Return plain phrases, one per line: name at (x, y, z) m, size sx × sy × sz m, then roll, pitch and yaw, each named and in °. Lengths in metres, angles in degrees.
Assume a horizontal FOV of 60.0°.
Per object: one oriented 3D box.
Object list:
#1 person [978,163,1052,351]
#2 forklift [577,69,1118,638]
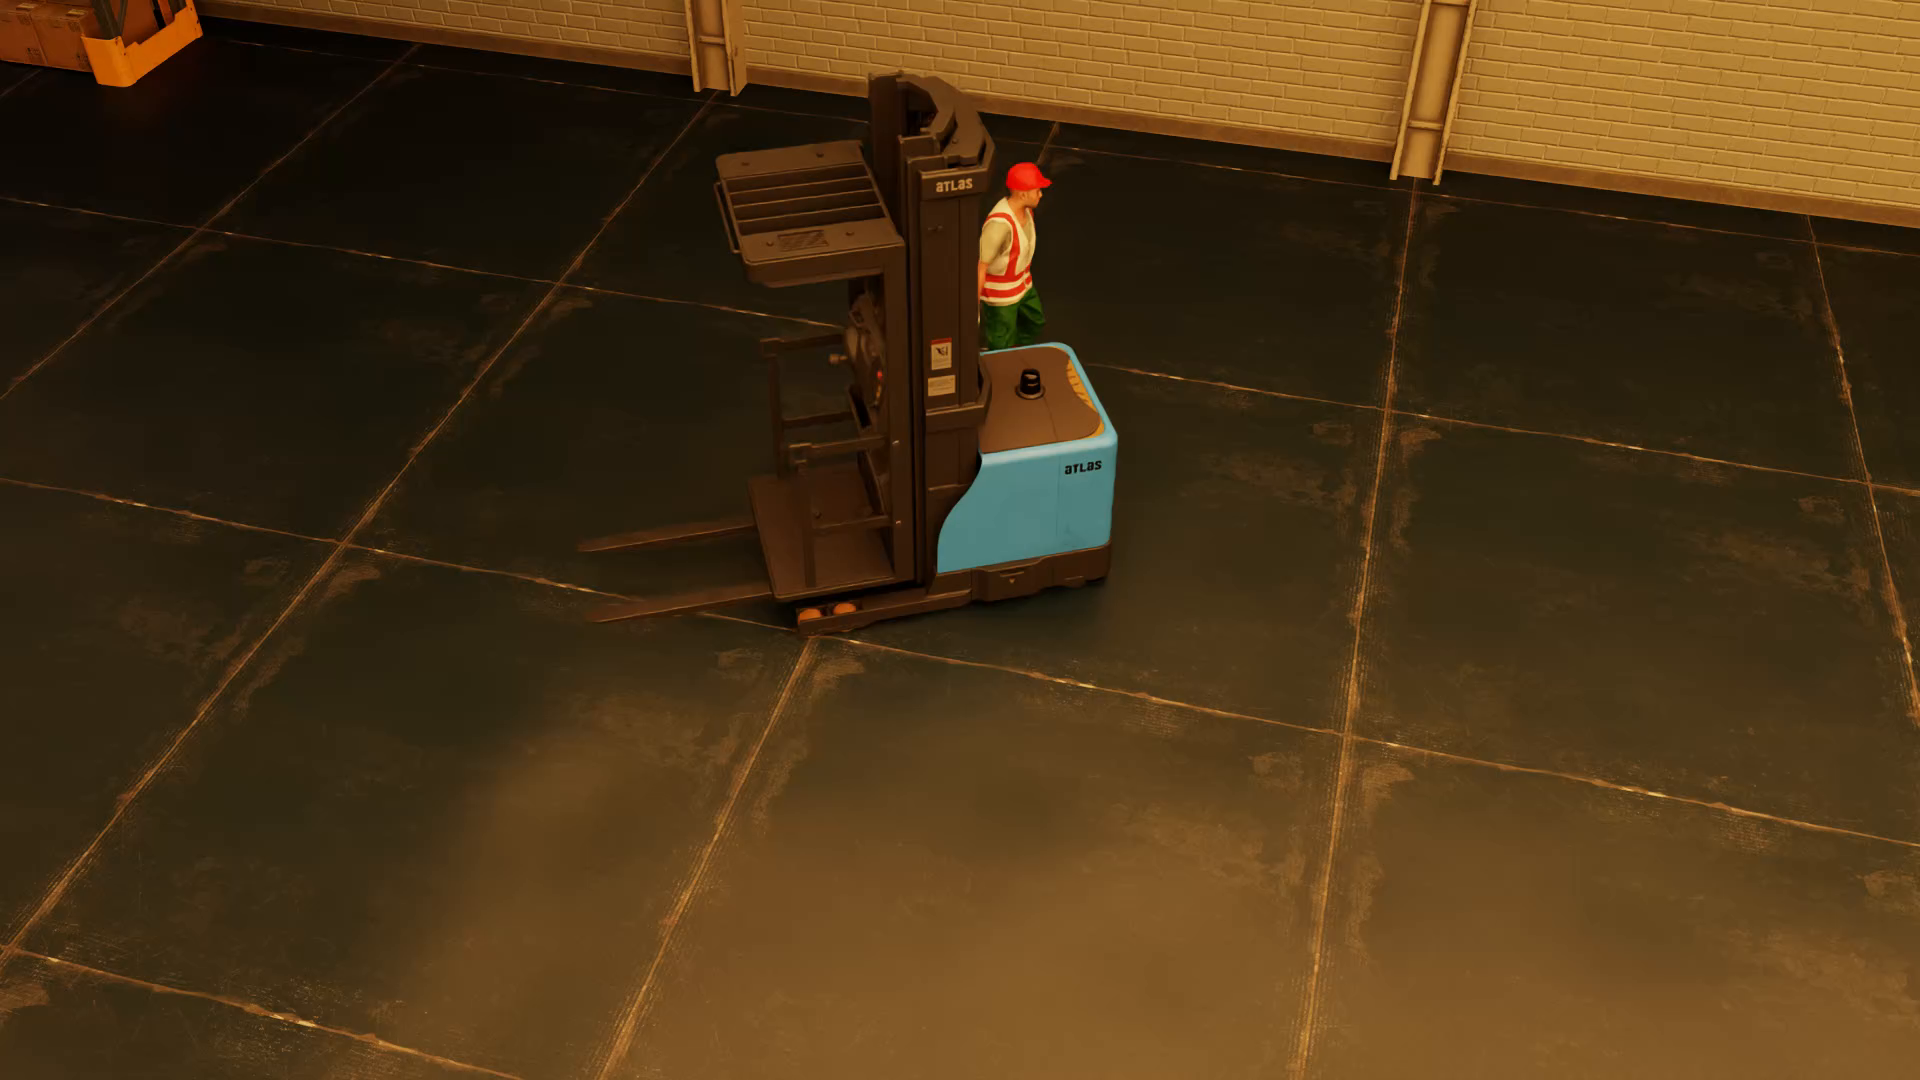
person at (0.280, -1.578, 10.595) m, size 0.465 × 1.750 × 0.868 m, roll 18°, pitch 44°, yaw 19°
forklift at (-0.690, -0.934, 8.927) m, size 3.031 × 2.935 × 1.130 m, roll -9°, pitch 42°, yaw -10°
